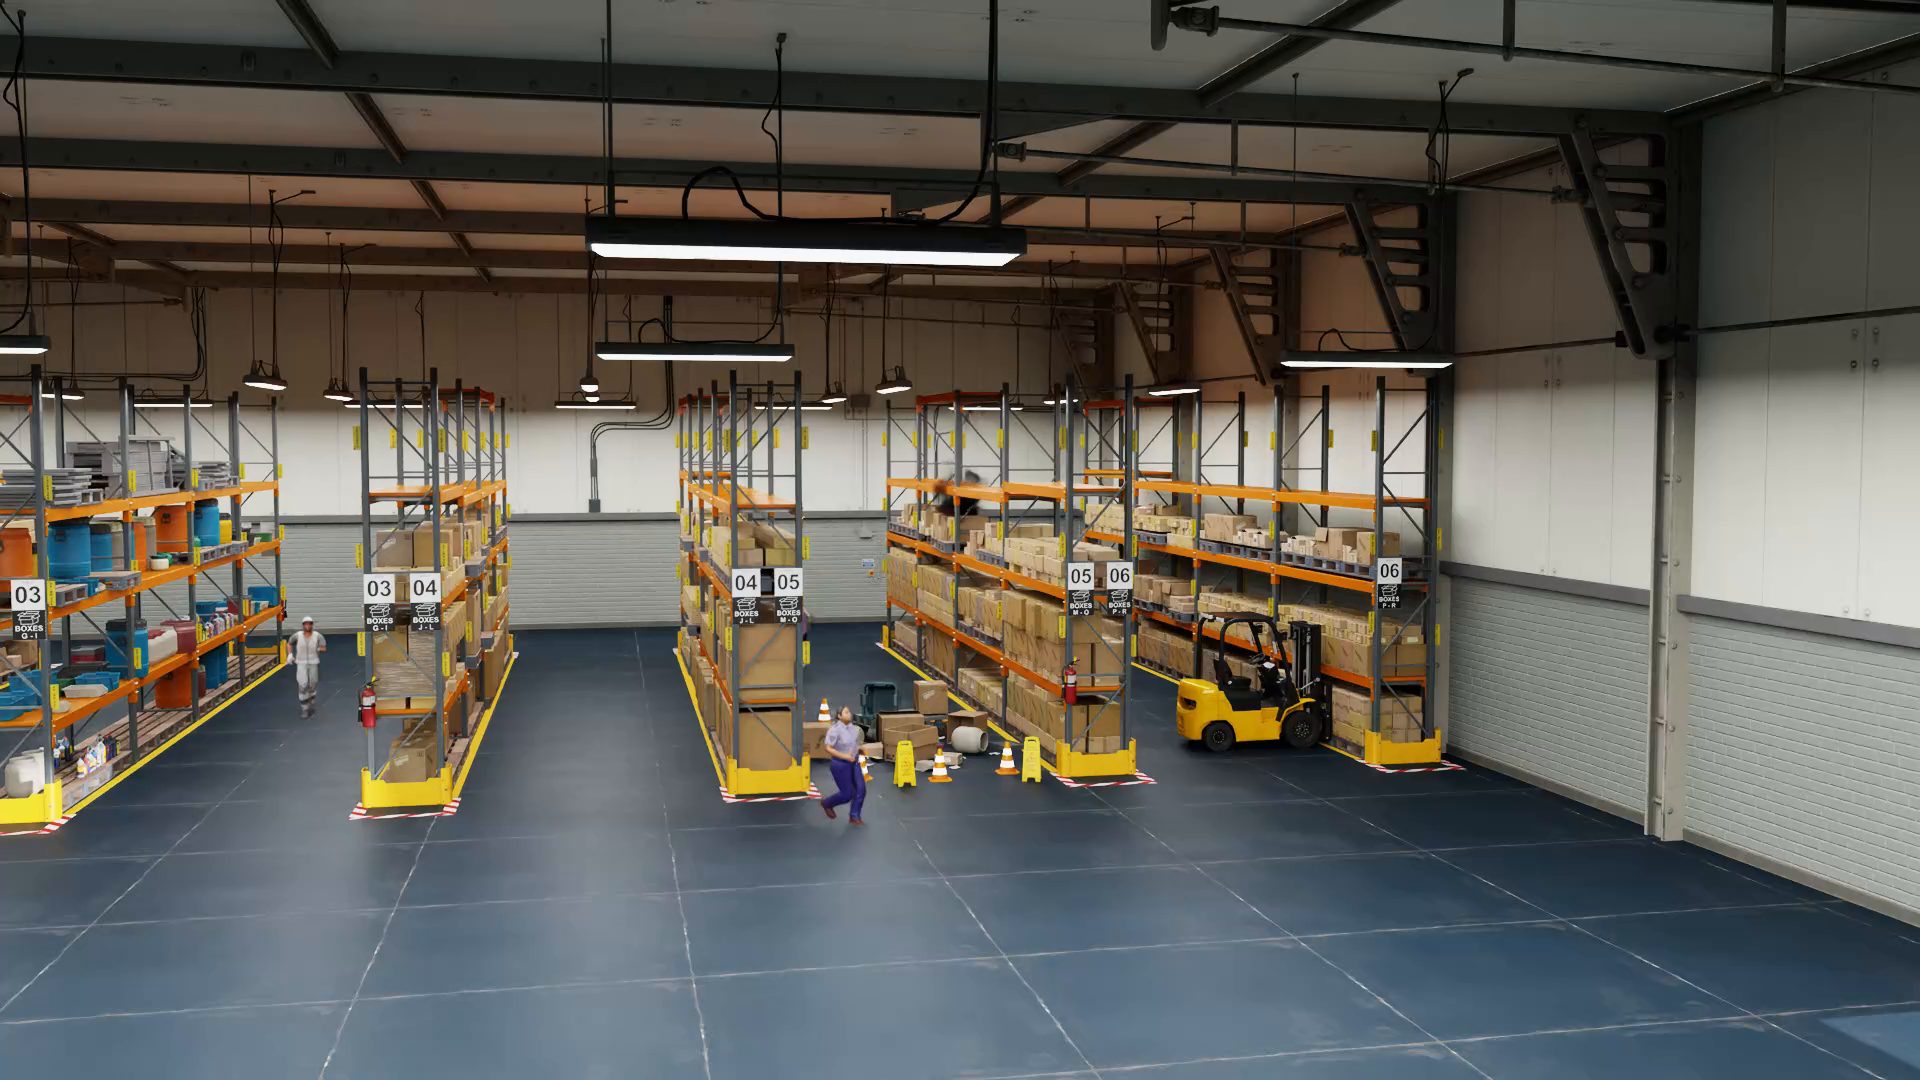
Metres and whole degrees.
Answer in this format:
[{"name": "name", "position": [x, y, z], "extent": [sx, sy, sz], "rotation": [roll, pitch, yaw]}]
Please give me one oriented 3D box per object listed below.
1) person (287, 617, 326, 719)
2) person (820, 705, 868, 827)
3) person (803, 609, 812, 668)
[{"name": "person", "position": [-11.896, 2.305, 30.309], "extent": [0.651, 1.837, 0.886], "rotation": [-2, 4, -26]}, {"name": "person", "position": [-1.555, 2.940, 21.631], "extent": [0.664, 1.622, 0.651], "rotation": [2, 4, 29]}, {"name": "person", "position": [-3.525, 2.036, 36.403], "extent": [0.512, 1.578, 0.634], "rotation": [-1, 3, -13]}]
